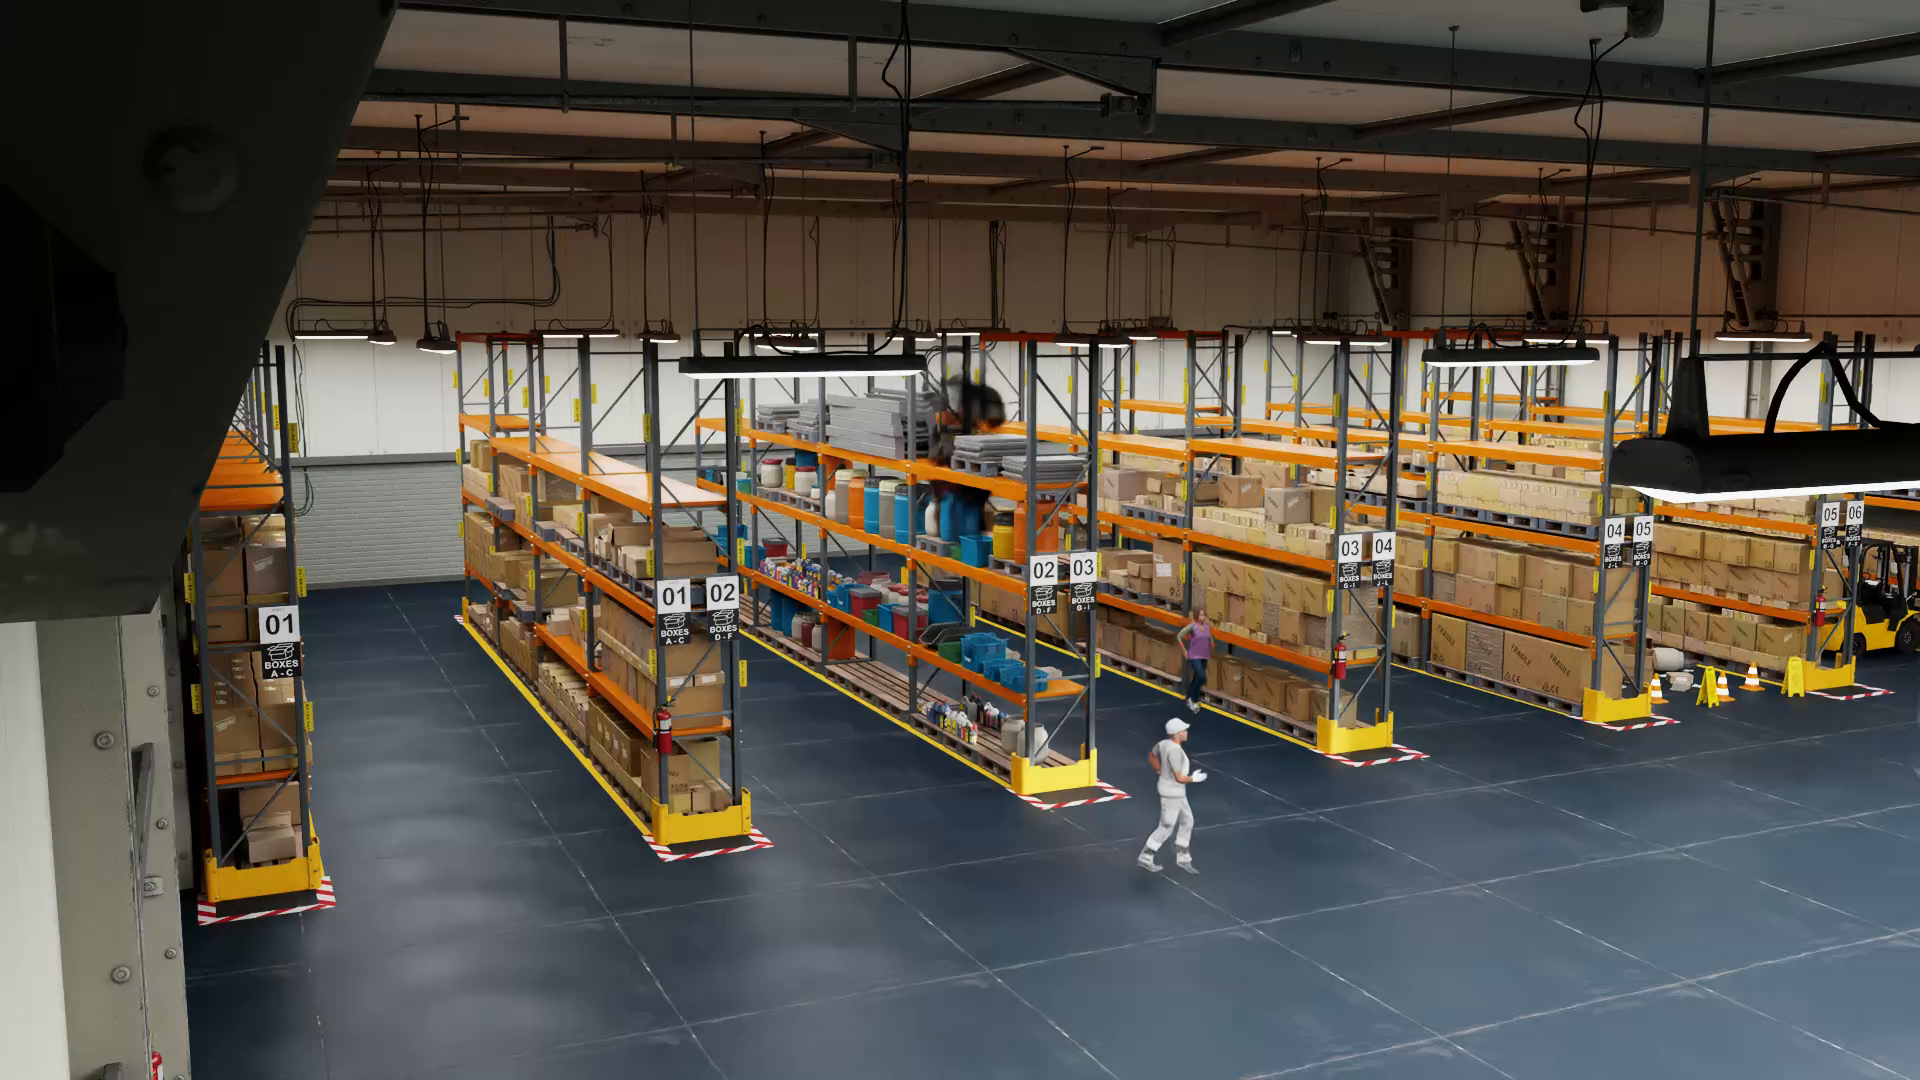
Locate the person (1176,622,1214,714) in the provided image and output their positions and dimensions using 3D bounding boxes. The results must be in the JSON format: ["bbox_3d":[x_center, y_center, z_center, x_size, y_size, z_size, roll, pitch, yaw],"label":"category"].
[{"bbox_3d":[3.627,1.948,25.443,0.506,1.408,0.554,-5,9,-32],"label":"person"}]

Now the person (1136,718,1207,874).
[{"bbox_3d":[2.393,2.928,18.833,0.781,1.863,0.686,0,8,1],"label":"person"}]
